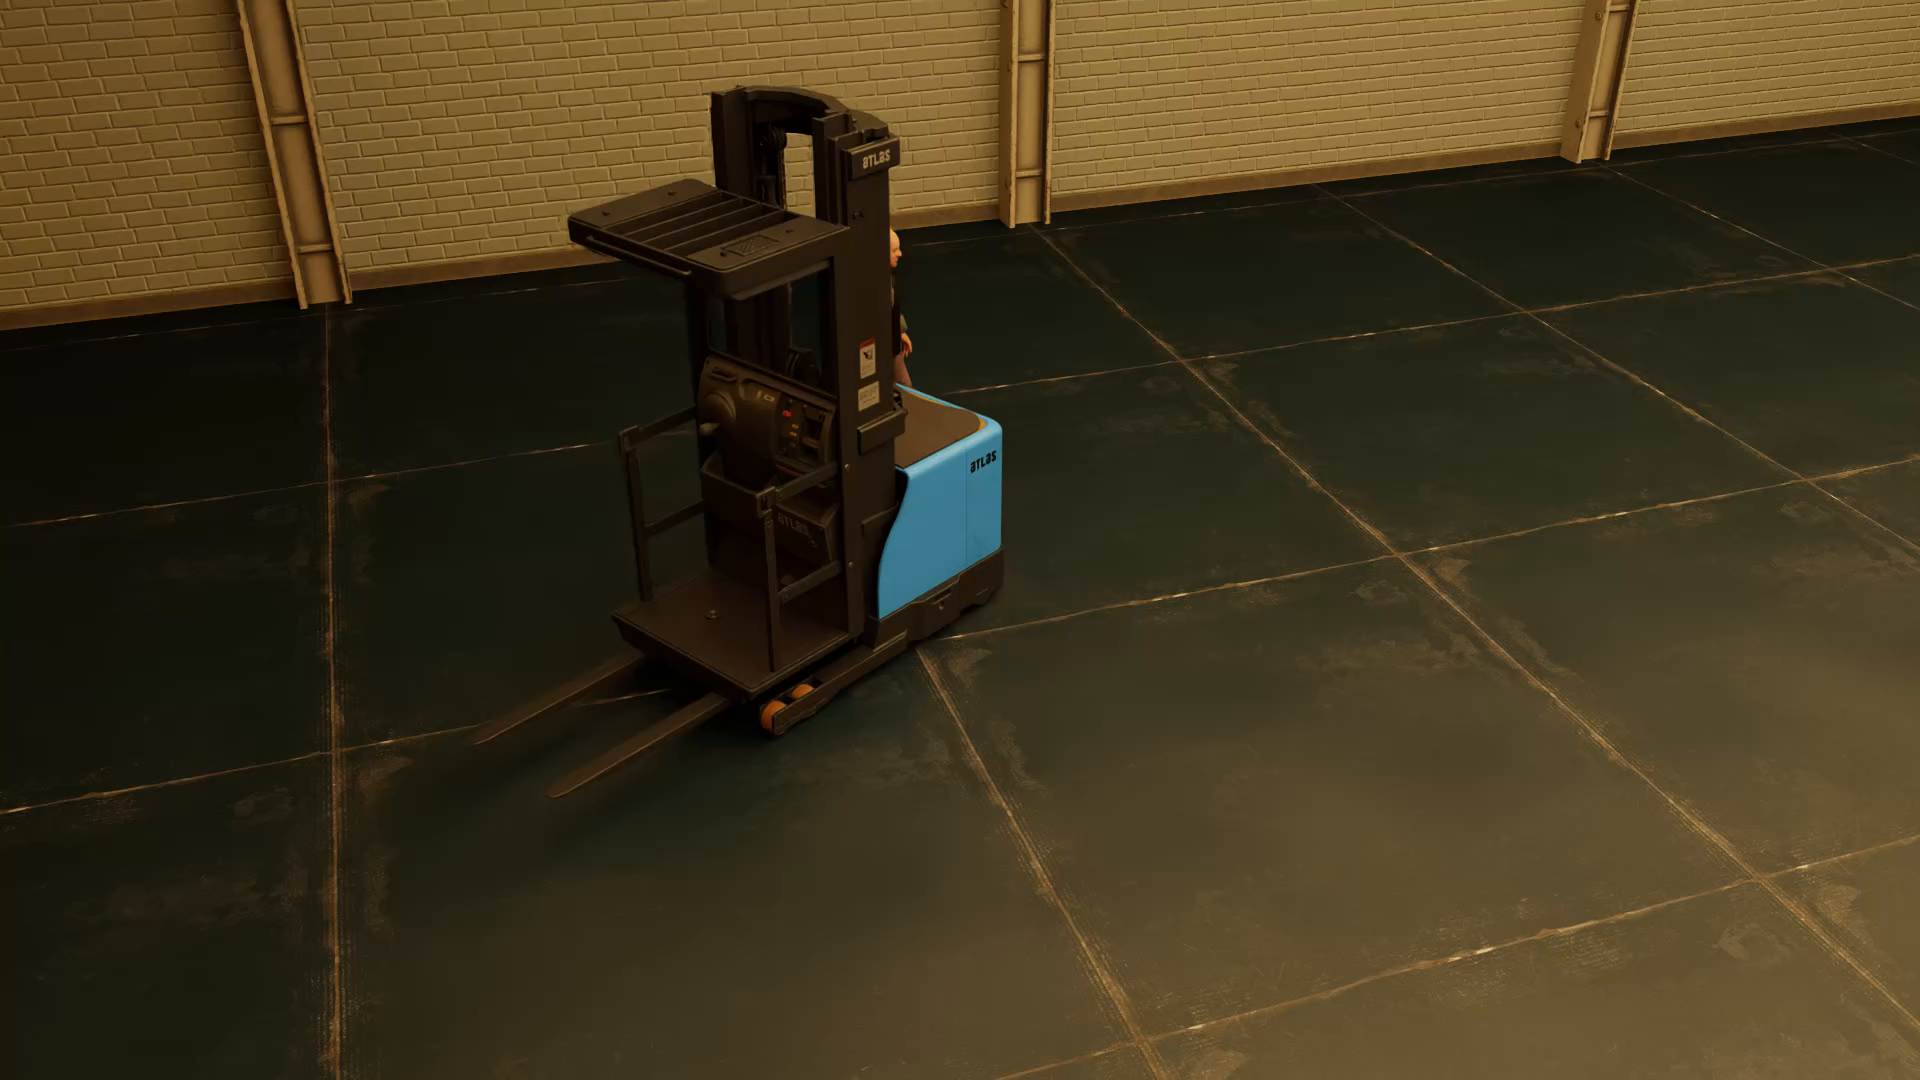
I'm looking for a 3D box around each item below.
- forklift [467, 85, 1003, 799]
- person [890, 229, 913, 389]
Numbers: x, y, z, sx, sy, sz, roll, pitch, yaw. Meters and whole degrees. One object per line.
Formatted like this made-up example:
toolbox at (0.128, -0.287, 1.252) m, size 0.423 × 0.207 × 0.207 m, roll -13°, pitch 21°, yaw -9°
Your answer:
forklift at (-1.104, -0.582, 8.098) m, size 1.130 × 2.935 × 3.031 m, roll 24°, pitch 37°, yaw 35°
person at (-0.523, -1.138, 10.310) m, size 0.386 × 1.695 × 0.827 m, roll 15°, pitch 33°, yaw 24°
